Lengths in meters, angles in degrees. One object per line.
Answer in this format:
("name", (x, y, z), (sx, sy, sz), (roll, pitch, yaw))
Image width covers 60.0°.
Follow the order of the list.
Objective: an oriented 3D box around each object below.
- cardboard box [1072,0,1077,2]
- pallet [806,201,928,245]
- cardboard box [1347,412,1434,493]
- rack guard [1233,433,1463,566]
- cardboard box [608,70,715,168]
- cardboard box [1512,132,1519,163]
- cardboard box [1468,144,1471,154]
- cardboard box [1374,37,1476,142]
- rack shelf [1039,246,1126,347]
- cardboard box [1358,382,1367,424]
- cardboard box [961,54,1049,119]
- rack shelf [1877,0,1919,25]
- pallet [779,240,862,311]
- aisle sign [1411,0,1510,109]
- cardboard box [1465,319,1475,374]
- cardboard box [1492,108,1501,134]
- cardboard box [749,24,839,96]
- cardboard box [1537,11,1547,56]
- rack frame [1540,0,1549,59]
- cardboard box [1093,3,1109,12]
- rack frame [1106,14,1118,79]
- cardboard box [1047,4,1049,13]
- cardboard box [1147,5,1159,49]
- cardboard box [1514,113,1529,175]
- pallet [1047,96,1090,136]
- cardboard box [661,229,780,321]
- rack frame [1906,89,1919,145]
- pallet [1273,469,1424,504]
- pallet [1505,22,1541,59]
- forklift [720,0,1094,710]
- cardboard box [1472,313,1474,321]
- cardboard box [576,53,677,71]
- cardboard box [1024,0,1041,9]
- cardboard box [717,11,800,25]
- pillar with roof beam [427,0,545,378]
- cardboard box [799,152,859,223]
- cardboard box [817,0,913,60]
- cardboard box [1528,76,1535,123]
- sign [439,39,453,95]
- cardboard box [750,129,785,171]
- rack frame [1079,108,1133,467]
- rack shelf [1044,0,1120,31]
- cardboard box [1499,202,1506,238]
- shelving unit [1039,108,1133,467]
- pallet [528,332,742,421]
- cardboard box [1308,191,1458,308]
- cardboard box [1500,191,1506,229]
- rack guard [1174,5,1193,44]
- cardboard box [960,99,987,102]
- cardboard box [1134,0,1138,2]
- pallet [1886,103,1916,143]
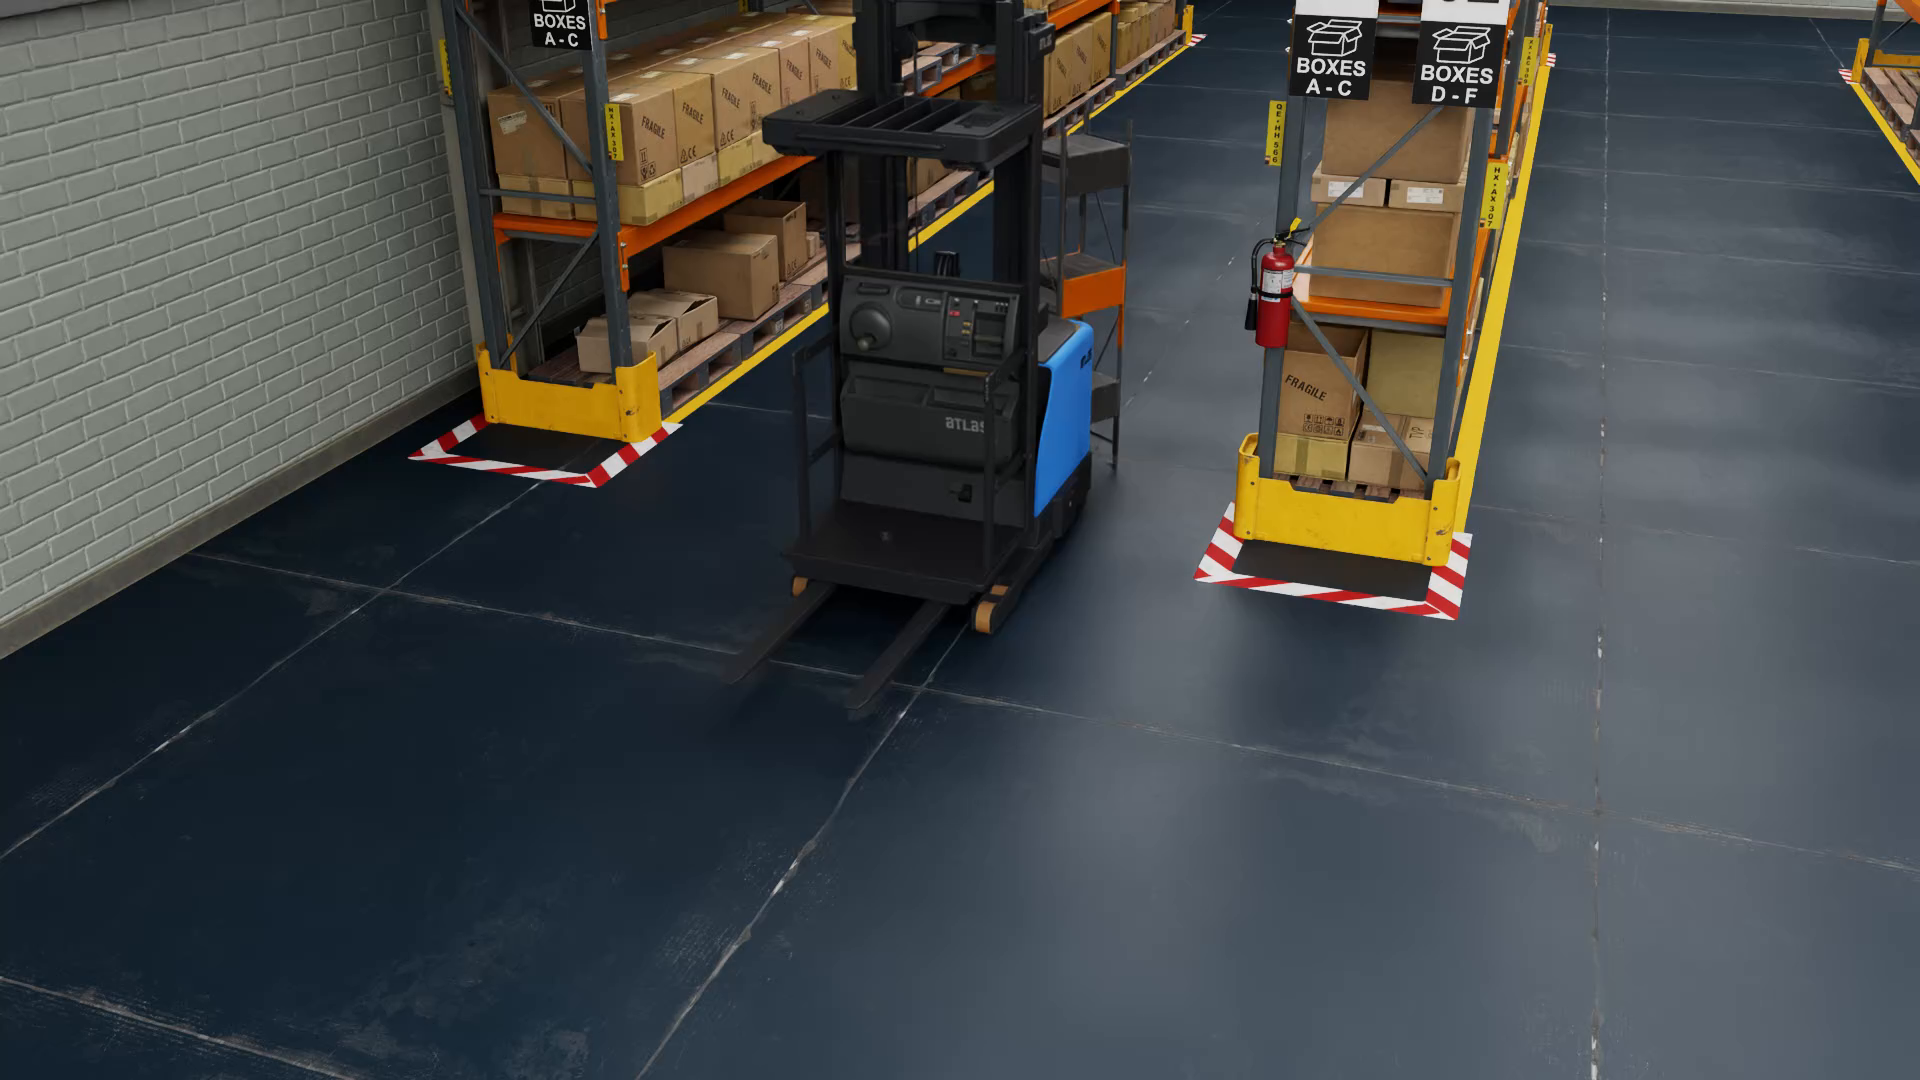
("cardboard box", (1.139, -6.213, 18.905), (0.380, 0.149, 0.250), (8, 27, 16))
("pallet", (-0.956, -2.790, 14.770), (1.003, 0.211, 1.213), (9, 27, 17))
("cardboard box", (2.516, -0.504, 9.522), (0.500, 0.250, 0.500), (9, 27, 17))
("rack guard", (2.120, -0.230, 9.150), (1.175, 0.500, 0.348), (9, 27, 17))
("cardboard box", (-1.928, -2.715, 10.703), (0.500, 0.500, 0.500), (9, 27, 18))
("cardboard box", (4.848, -3.605, 15.283), (0.500, 0.311, 0.500), (9, 27, 19))
("cardboard box", (2.718, -2.146, 9.381), (0.380, 0.149, 0.250), (8, 27, 17))
("cardboard box", (2.650, -2.629, 9.635), (0.700, 0.500, 0.500), (9, 27, 18))
("rack shelf", (0.646, -1.386, 9.734), (0.480, 0.518, 0.431), (-19, 31, -33))
("cardboard box", (2.183, -0.786, 10.105), (0.500, 0.250, 0.500), (9, 27, 17))
("cardboard box", (0.486, -4.873, 17.858), (0.750, 0.750, 0.750), (8, 27, 17))
("rack shelf", (11.457, -6.074, 19.179), (1.077, 0.370, 4.000), (9, 27, 17))
("pallet", (-1.403, -2.189, 13.529), (1.003, 0.211, 1.213), (9, 27, 17))
("aisle sign", (2.395, -2.463, 7.912), (0.394, 0.787, 0.004), (9, 27, 17))
("cardboard box", (3.183, -1.326, 11.219), (0.500, 0.250, 0.500), (9, 27, 17))
("cardboard box", (3.947, -3.230, 12.767), (0.380, 0.149, 0.250), (9, 27, 17))
("cardboard box", (-1.240, -3.559, 12.447), (0.500, 0.500, 0.500), (9, 27, 17))
("cardboard box", (7.504, -6.753, 22.120), (0.500, 0.500, 0.500), (9, 27, 17))
("rack frame", (7.453, -7.940, 22.206), (1.000, 3.000, 0.127), (9, 27, 17))
("cardboard box", (1.819, -6.955, 21.816), (0.380, 0.149, 0.250), (8, 27, 16))
("rack frame", (1.449, -7.013, 20.292), (1.000, 3.000, 0.127), (9, 27, 17))
("cardboard box", (0.752, -5.795, 18.042), (0.380, 0.149, 0.250), (9, 27, 19))
("cardboard box", (2.308, -7.006, 22.664), (0.700, 0.500, 0.500), (8, 27, 16))
("cardboard box", (5.211, -3.871, 16.166), (0.500, 0.500, 0.500), (10, 28, 20))
("pallet", (0.859, -4.927, 19.183), (1.003, 0.211, 1.213), (9, 27, 17))
("cardboard box", (-1.748, -1.954, 12.207), (0.700, 0.500, 0.500), (7, 27, 14))
("rack frame", (10.791, -5.576, 17.324), (1.000, 3.000, 0.127), (9, 27, 17))
("pallet", (2.343, -0.430, 9.895), (1.003, 0.211, 1.213), (9, 27, 17))
("pallet", (4.950, -4.854, 16.054), (1.213, 0.211, 1.003), (9, 27, 17))
("forklift", (-0.230, -1.052, 8.059), (1.130, 2.935, 3.031), (9, 27, 18))
("cardboard box", (3.171, -1.665, 11.060), (0.500, 0.500, 0.500), (9, 27, 17))
("cardboard box", (-2.243, -3.003, 11.300), (0.500, 0.500, 0.500), (8, 27, 16))
("cardboard box", (0.521, -5.719, 17.141), (0.500, 0.500, 0.500), (10, 27, 19))
("cardboard box", (-1.567, -3.841, 13.030), (0.500, 0.500, 0.500), (8, 27, 16))
("pillar with roof beam", (0.933, -4.570, 8.363), (9.100, 9.000, 0.400), (9, 27, 17))
("cardboard box", (-0.984, -3.103, 14.580), (0.700, 0.500, 0.500), (10, 27, 19))
("cardboard box", (-0.819, -4.401, 14.278), (0.700, 0.500, 0.500), (12, 28, 23))
("cardboard box", (5.888, -4.716, 17.913), (0.500, 0.500, 0.500), (9, 27, 18))
("sign", (-3.061, -2.833, 9.969), (0.100, 0.325, 0.005), (9, 27, 17))
("cardboard box", (-1.578, -2.809, 11.758), (0.500, 0.250, 0.500), (9, 27, 18))
("rack frame", (0.839, -1.463, 9.862), (0.015, 2.100, 0.400), (-19, 31, -33))
("rack shelf", (0.783, -5.867, 18.751), (1.077, 0.370, 4.000), (9, 27, 17))
("cardboard box", (4.338, -2.722, 14.102), (0.500, 0.250, 0.500), (9, 27, 18))
("shelving unit", (0.646, -1.398, 9.728), (0.503, 2.100, 0.431), (-19, 31, -33))
("pallet", (-2.215, -1.186, 11.458), (1.003, 0.211, 1.213), (9, 27, 17))
("cardboard box", (2.296, -1.599, 8.997), (0.700, 0.500, 0.500), (9, 27, 17))
("cardboard box", (4.174, -2.764, 13.546), (0.500, 0.311, 0.500), (8, 27, 16))
("rack guard", (2.788, -7.541, 24.252), (1.175, 0.500, 0.348), (9, 27, 17))
("cardboard box", (-0.073, -4.138, 16.719), (0.700, 0.500, 0.500), (9, 27, 18))
("cardboard box", (2.243, -7.479, 22.898), (0.380, 0.149, 0.250), (9, 27, 18))
("pallet", (10.999, -4.629, 18.568), (1.003, 0.211, 1.213), (9, 27, 17))
